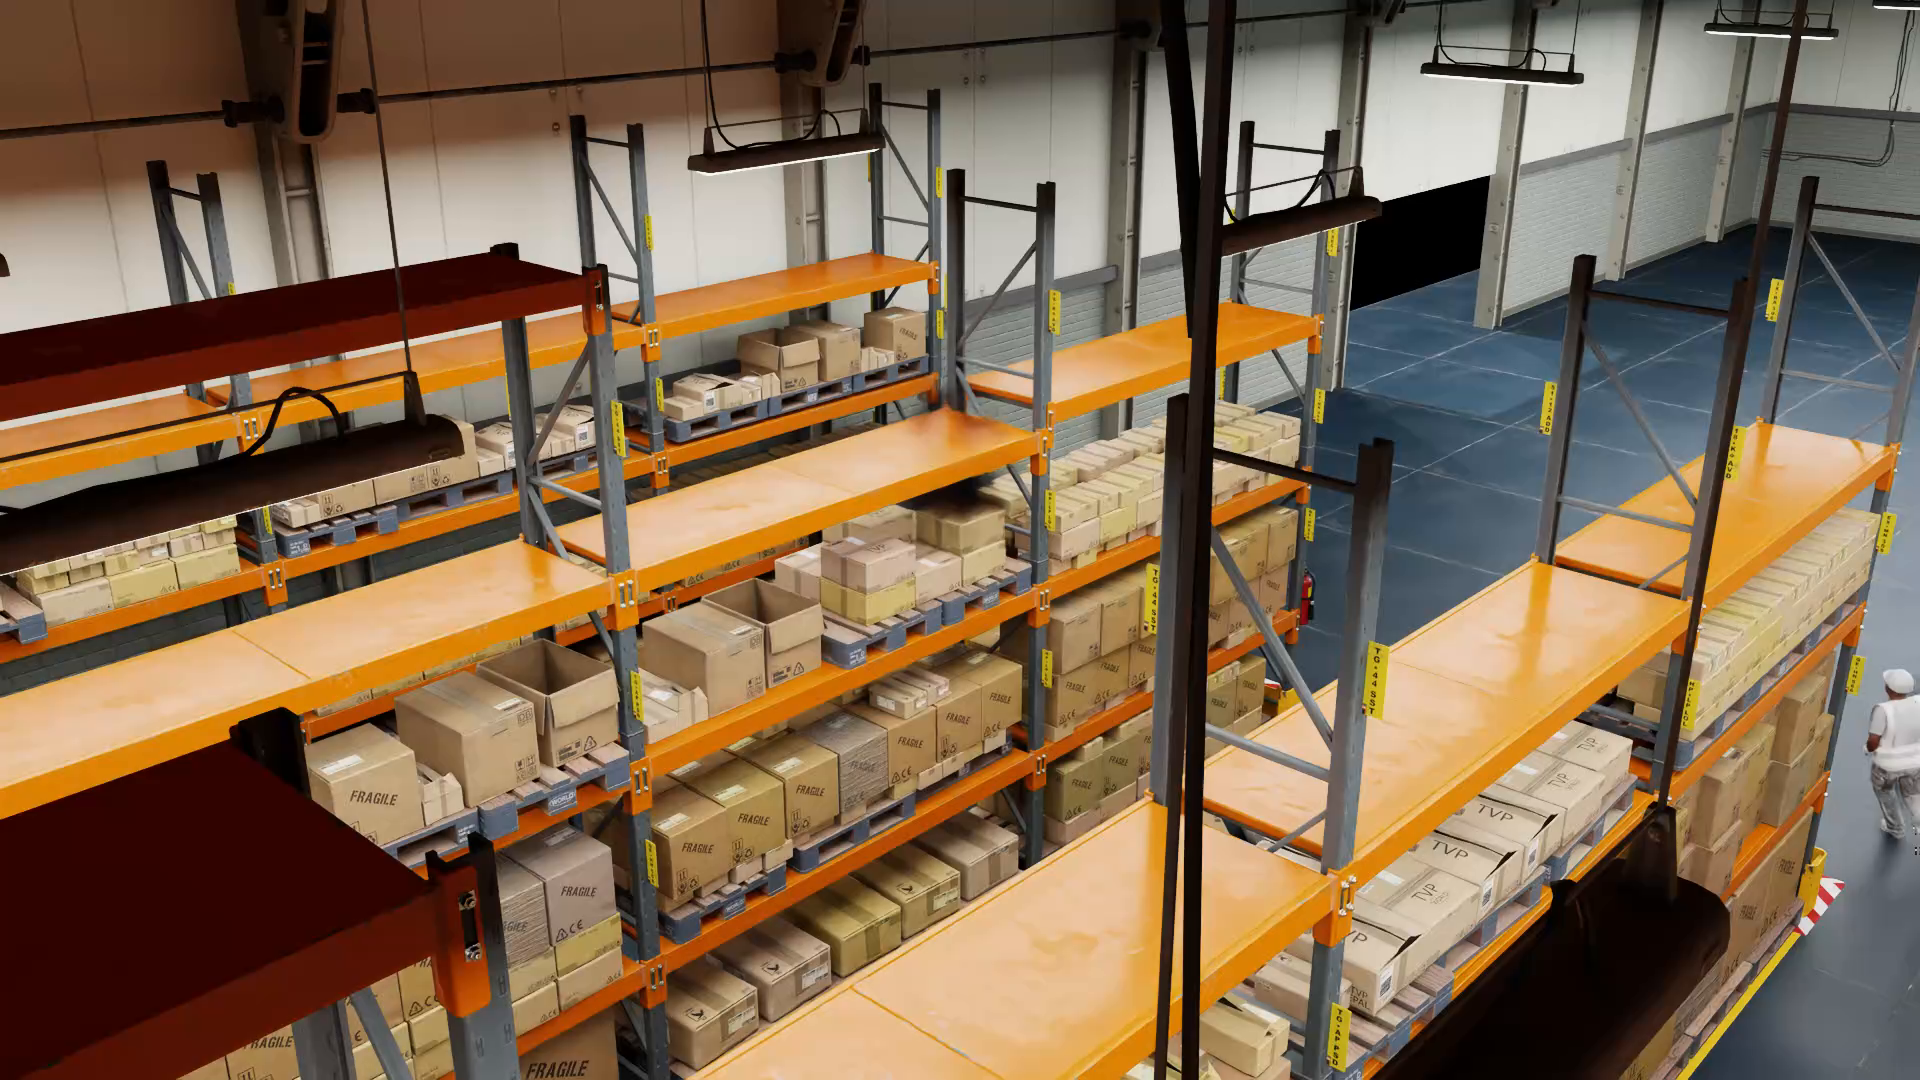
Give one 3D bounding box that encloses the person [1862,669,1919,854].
[{"bbox_3d":[8.217,1.959,14.603,0.678,1.727,0.860,1,21,2],"label":"person"}]
